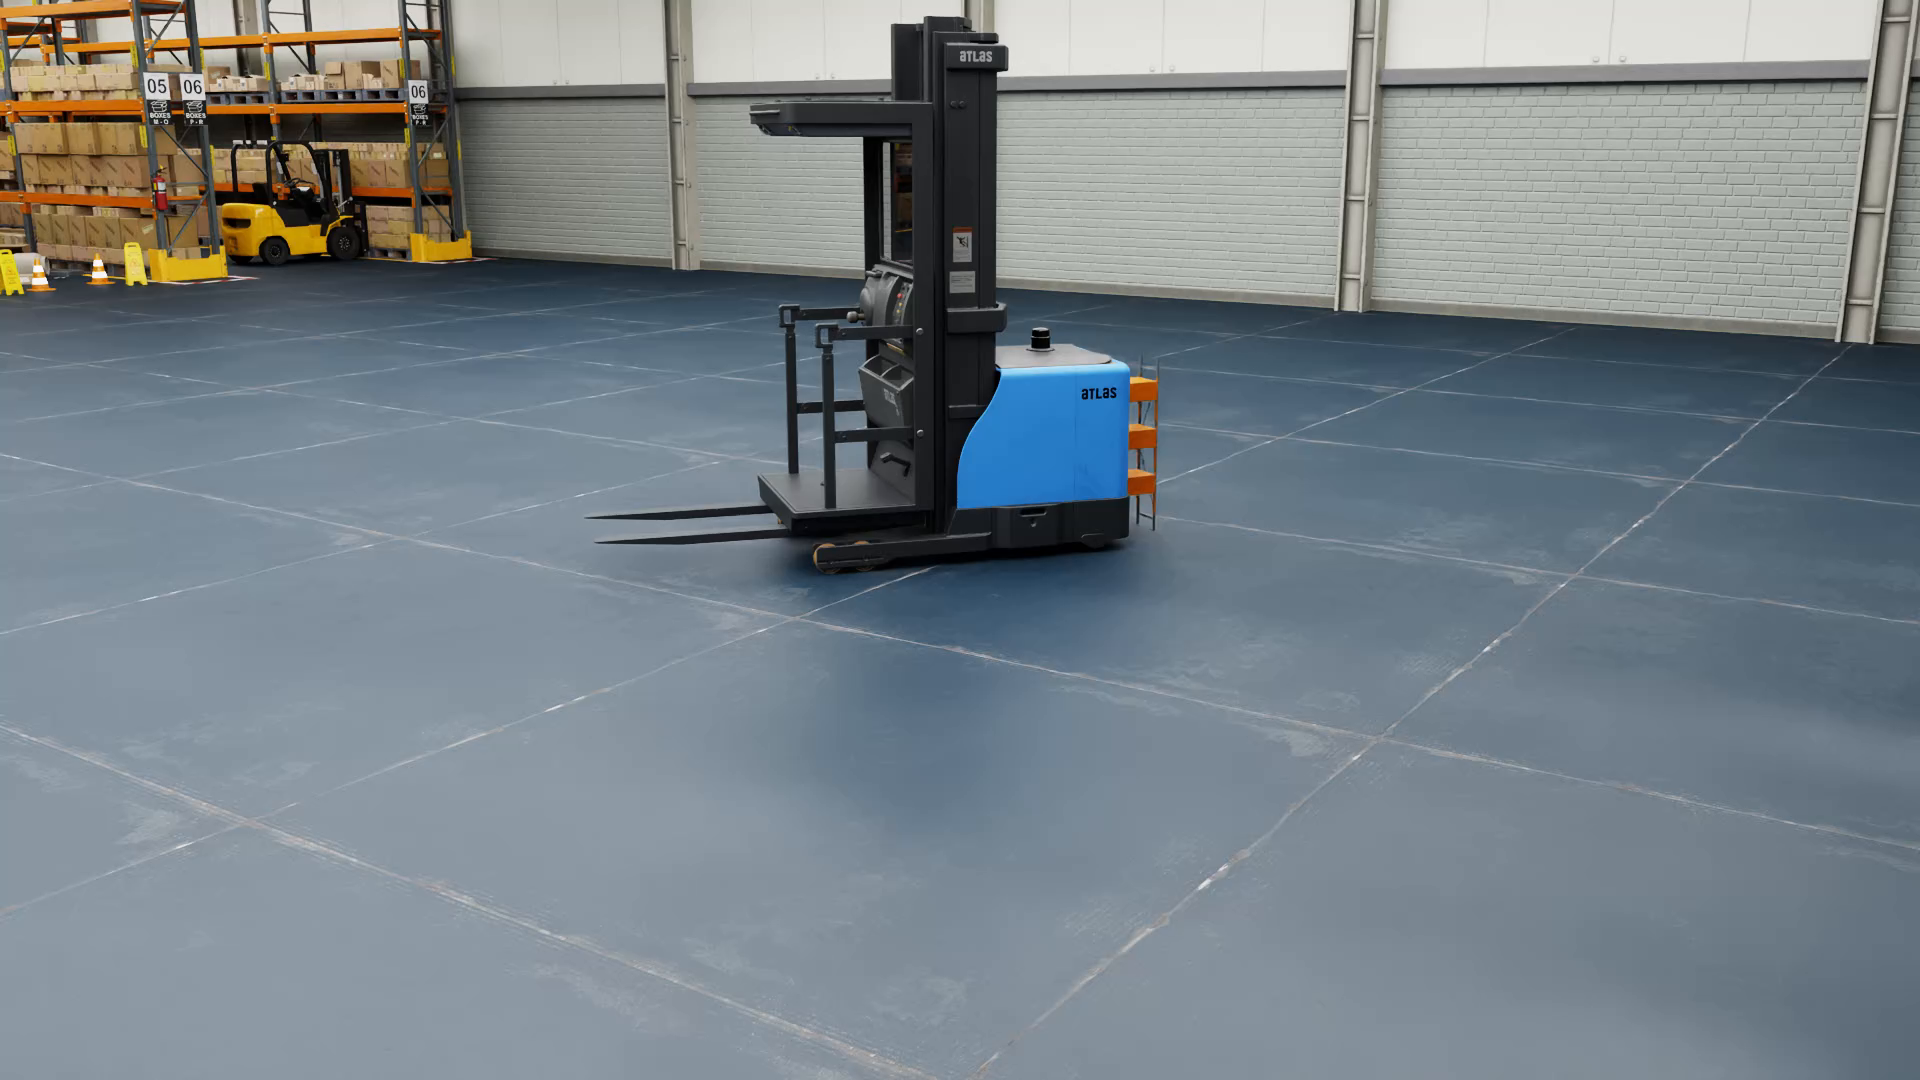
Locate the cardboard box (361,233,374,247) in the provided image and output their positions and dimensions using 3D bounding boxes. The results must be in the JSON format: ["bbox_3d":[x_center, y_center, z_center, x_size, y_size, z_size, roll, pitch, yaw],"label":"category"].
[{"bbox_3d":[-11.005,-5.672,31.340,0.500,0.250,0.500,9,17,33],"label":"cardboard box"}]

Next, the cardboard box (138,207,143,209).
[{"bbox_3d":[-17.248,-7.133,35.376,0.250,0.149,0.380,9,16,31],"label":"cardboard box"}]

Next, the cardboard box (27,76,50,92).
[{"bbox_3d":[-15.062,-7.558,27.563,0.500,0.250,0.500,9,17,32],"label":"cardboard box"}]

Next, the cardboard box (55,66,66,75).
[{"bbox_3d":[-14.517,-7.661,27.151,0.250,0.149,0.380,9,16,32],"label":"cardboard box"}]

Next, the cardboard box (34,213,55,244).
[{"bbox_3d":[-15.369,-5.311,28.325,0.500,0.500,0.500,10,17,35],"label":"cardboard box"}]

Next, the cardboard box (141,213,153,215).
[{"bbox_3d":[-13.771,-5.212,27.925,0.500,0.500,0.500,10,17,34],"label":"cardboard box"}]

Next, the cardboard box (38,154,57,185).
[{"bbox_3d":[-15.068,-6.227,27.908,0.500,0.500,0.500,9,17,33],"label":"cardboard box"}]

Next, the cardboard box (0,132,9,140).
[{"bbox_3d":[-16.796,-7.030,28.927,0.250,0.149,0.380,9,16,31],"label":"cardboard box"}]

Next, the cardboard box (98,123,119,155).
[{"bbox_3d":[-13.350,-6.447,26.718,0.500,0.500,0.700,9,17,33],"label":"cardboard box"}]

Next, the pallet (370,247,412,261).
[{"bbox_3d":[-10.279,-5.406,31.221,1.213,0.211,1.003,9,17,33],"label":"pallet"}]

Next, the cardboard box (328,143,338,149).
[{"bbox_3d":[-11.728,-7.450,31.501,0.250,0.149,0.380,9,17,33],"label":"cardboard box"}]

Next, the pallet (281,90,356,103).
[{"bbox_3d":[-12.218,-8.505,31.881,1.213,0.211,1.003,9,17,33],"label":"pallet"}]

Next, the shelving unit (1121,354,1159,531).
[{"bbox_3d":[1.018,-0.571,9.939,0.252,1.050,0.215,-7,15,-25],"label":"shelving unit"}]

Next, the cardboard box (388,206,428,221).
[{"bbox_3d":[-10.177,-6.019,30.663,0.500,0.250,0.500,10,17,35],"label":"cardboard box"}]

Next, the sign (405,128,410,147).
[{"bbox_3d":[-9.936,-7.236,29.908,0.005,0.325,0.100,9,17,33],"label":"sign"}]

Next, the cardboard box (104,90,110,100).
[{"bbox_3d":[-13.440,-7.117,26.613,0.250,0.149,0.380,9,17,33],"label":"cardboard box"}]

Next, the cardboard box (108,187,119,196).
[{"bbox_3d":[-13.521,-5.639,26.885,0.250,0.149,0.380,10,17,34],"label":"cardboard box"}]

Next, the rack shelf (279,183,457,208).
[{"bbox_3d":[-11.281,-6.584,31.675,4.000,0.370,1.077,9,17,33],"label":"rack shelf"}]

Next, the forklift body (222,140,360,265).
[{"bbox_3d":[-12.213,-6.144,30.165,1.214,2.155,2.313,9,17,33],"label":"forklift body"}]

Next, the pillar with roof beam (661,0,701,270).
[{"bbox_3d":[-7.120,-8.187,24.169,0.400,9.000,9.100,9,17,33],"label":"pillar with roof beam"}]

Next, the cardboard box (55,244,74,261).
[{"bbox_3d":[-14.919,-4.878,28.135,0.500,0.250,0.500,10,17,36],"label":"cardboard box"}]

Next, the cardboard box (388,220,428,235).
[{"bbox_3d":[-10.200,-5.780,30.737,0.500,0.250,0.500,9,16,32],"label":"cardboard box"}]

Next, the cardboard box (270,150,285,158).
[{"bbox_3d":[-13.348,-7.566,32.588,0.250,0.149,0.380,10,17,35],"label":"cardboard box"}]

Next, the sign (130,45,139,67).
[{"bbox_3d":[-12.715,-7.453,25.602,0.005,0.325,0.100,9,17,33],"label":"sign"}]

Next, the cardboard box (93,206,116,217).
[{"bbox_3d":[-13.965,-5.384,27.269,0.250,0.149,0.380,10,17,35],"label":"cardboard box"}]

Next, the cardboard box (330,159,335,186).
[{"bbox_3d":[-11.856,-7.004,31.667,0.500,0.500,0.500,9,17,32],"label":"cardboard box"}]

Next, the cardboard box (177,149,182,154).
[{"bbox_3d":[-15.937,-7.964,34.196,0.250,0.149,0.380,10,17,34],"label":"cardboard box"}]

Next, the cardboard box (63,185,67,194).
[{"bbox_3d":[-14.725,-5.860,27.778,0.250,0.149,0.380,9,17,33],"label":"cardboard box"}]

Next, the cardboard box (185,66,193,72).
[{"bbox_3d":[-15.320,-9.301,33.623,0.500,0.500,0.700,9,16,32],"label":"cardboard box"}]

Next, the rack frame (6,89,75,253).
[{"bbox_3d":[-15.707,-6.211,28.672,0.127,3.000,1.000,9,17,33],"label":"rack frame"}]

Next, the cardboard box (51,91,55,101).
[{"bbox_3d":[-14.731,-7.318,27.422,0.250,0.149,0.380,9,16,31],"label":"cardboard box"}]

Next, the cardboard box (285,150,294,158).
[{"bbox_3d":[-12.823,-7.470,32.198,0.250,0.149,0.380,9,16,32],"label":"cardboard box"}]

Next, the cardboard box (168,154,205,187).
[{"bbox_3d":[-12.627,-5.987,26.937,0.500,0.500,0.500,9,16,32],"label":"cardboard box"}]

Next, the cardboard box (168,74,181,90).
[{"bbox_3d":[-12.657,-7.323,26.614,0.500,0.250,0.500,9,16,32],"label":"cardboard box"}]

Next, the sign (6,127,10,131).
[{"bbox_3d":[-22.571,-9.634,39.432,0.005,0.325,0.100,9,17,33],"label":"sign"}]

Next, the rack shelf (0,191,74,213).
[{"bbox_3d":[-17.367,-6.130,29.842,4.000,0.370,1.077,9,17,33],"label":"rack shelf"}]

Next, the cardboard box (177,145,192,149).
[{"bbox_3d":[-16.599,-8.090,35.181,0.500,0.500,0.500,10,17,35],"label":"cardboard box"}]

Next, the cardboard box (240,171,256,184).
[{"bbox_3d":[-13.925,-7.210,33.020,0.500,0.250,0.500,9,17,32],"label":"cardboard box"}]

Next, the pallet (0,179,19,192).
[{"bbox_3d":[-16.260,-6.250,29.226,1.213,0.211,1.003,9,17,33],"label":"pallet"}]

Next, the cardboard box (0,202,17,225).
[{"bbox_3d":[-21.755,-7.578,38.521,0.500,0.500,0.700,10,17,35],"label":"cardboard box"}]

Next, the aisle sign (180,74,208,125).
[{"bbox_3d":[-12.164,-6.990,26.409,0.004,0.787,0.394,9,17,33],"label":"aisle sign"}]

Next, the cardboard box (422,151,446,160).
[{"bbox_3d":[-9.758,-7.126,30.808,0.250,0.149,0.380,9,16,31],"label":"cardboard box"}]

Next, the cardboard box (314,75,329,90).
[{"bbox_3d":[-11.878,-8.585,31.217,0.258,0.266,0.396,9,16,31],"label":"cardboard box"}]

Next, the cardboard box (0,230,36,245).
[{"bbox_3d":[-16.742,-5.305,29.606,0.625,0.372,0.950,10,17,36],"label":"cardboard box"}]

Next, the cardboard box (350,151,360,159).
[{"bbox_3d":[-11.143,-7.186,31.053,0.250,0.149,0.380,9,17,33],"label":"cardboard box"}]

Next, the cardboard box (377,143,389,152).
[{"bbox_3d":[-10.490,-7.235,30.632,0.250,0.149,0.380,10,17,34],"label":"cardboard box"}]

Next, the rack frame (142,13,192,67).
[{"bbox_3d":[-16.259,-10.650,34.118,0.127,3.000,1.000,9,17,33],"label":"rack frame"}]

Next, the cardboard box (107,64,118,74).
[{"bbox_3d":[-13.248,-7.455,26.318,0.250,0.149,0.380,9,16,32],"label":"cardboard box"}]

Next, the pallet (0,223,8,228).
[{"bbox_3d":[-22.172,-7.340,39.036,1.213,0.211,1.003,9,17,33],"label":"pallet"}]

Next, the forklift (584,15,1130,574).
[{"bbox_3d":[-0.597,-1.378,9.292,3.031,2.935,1.130,-4,15,-17],"label":"forklift"}]

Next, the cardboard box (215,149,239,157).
[{"bbox_3d":[-14.688,-7.752,33.338,0.250,0.149,0.380,9,16,31],"label":"cardboard box"}]
